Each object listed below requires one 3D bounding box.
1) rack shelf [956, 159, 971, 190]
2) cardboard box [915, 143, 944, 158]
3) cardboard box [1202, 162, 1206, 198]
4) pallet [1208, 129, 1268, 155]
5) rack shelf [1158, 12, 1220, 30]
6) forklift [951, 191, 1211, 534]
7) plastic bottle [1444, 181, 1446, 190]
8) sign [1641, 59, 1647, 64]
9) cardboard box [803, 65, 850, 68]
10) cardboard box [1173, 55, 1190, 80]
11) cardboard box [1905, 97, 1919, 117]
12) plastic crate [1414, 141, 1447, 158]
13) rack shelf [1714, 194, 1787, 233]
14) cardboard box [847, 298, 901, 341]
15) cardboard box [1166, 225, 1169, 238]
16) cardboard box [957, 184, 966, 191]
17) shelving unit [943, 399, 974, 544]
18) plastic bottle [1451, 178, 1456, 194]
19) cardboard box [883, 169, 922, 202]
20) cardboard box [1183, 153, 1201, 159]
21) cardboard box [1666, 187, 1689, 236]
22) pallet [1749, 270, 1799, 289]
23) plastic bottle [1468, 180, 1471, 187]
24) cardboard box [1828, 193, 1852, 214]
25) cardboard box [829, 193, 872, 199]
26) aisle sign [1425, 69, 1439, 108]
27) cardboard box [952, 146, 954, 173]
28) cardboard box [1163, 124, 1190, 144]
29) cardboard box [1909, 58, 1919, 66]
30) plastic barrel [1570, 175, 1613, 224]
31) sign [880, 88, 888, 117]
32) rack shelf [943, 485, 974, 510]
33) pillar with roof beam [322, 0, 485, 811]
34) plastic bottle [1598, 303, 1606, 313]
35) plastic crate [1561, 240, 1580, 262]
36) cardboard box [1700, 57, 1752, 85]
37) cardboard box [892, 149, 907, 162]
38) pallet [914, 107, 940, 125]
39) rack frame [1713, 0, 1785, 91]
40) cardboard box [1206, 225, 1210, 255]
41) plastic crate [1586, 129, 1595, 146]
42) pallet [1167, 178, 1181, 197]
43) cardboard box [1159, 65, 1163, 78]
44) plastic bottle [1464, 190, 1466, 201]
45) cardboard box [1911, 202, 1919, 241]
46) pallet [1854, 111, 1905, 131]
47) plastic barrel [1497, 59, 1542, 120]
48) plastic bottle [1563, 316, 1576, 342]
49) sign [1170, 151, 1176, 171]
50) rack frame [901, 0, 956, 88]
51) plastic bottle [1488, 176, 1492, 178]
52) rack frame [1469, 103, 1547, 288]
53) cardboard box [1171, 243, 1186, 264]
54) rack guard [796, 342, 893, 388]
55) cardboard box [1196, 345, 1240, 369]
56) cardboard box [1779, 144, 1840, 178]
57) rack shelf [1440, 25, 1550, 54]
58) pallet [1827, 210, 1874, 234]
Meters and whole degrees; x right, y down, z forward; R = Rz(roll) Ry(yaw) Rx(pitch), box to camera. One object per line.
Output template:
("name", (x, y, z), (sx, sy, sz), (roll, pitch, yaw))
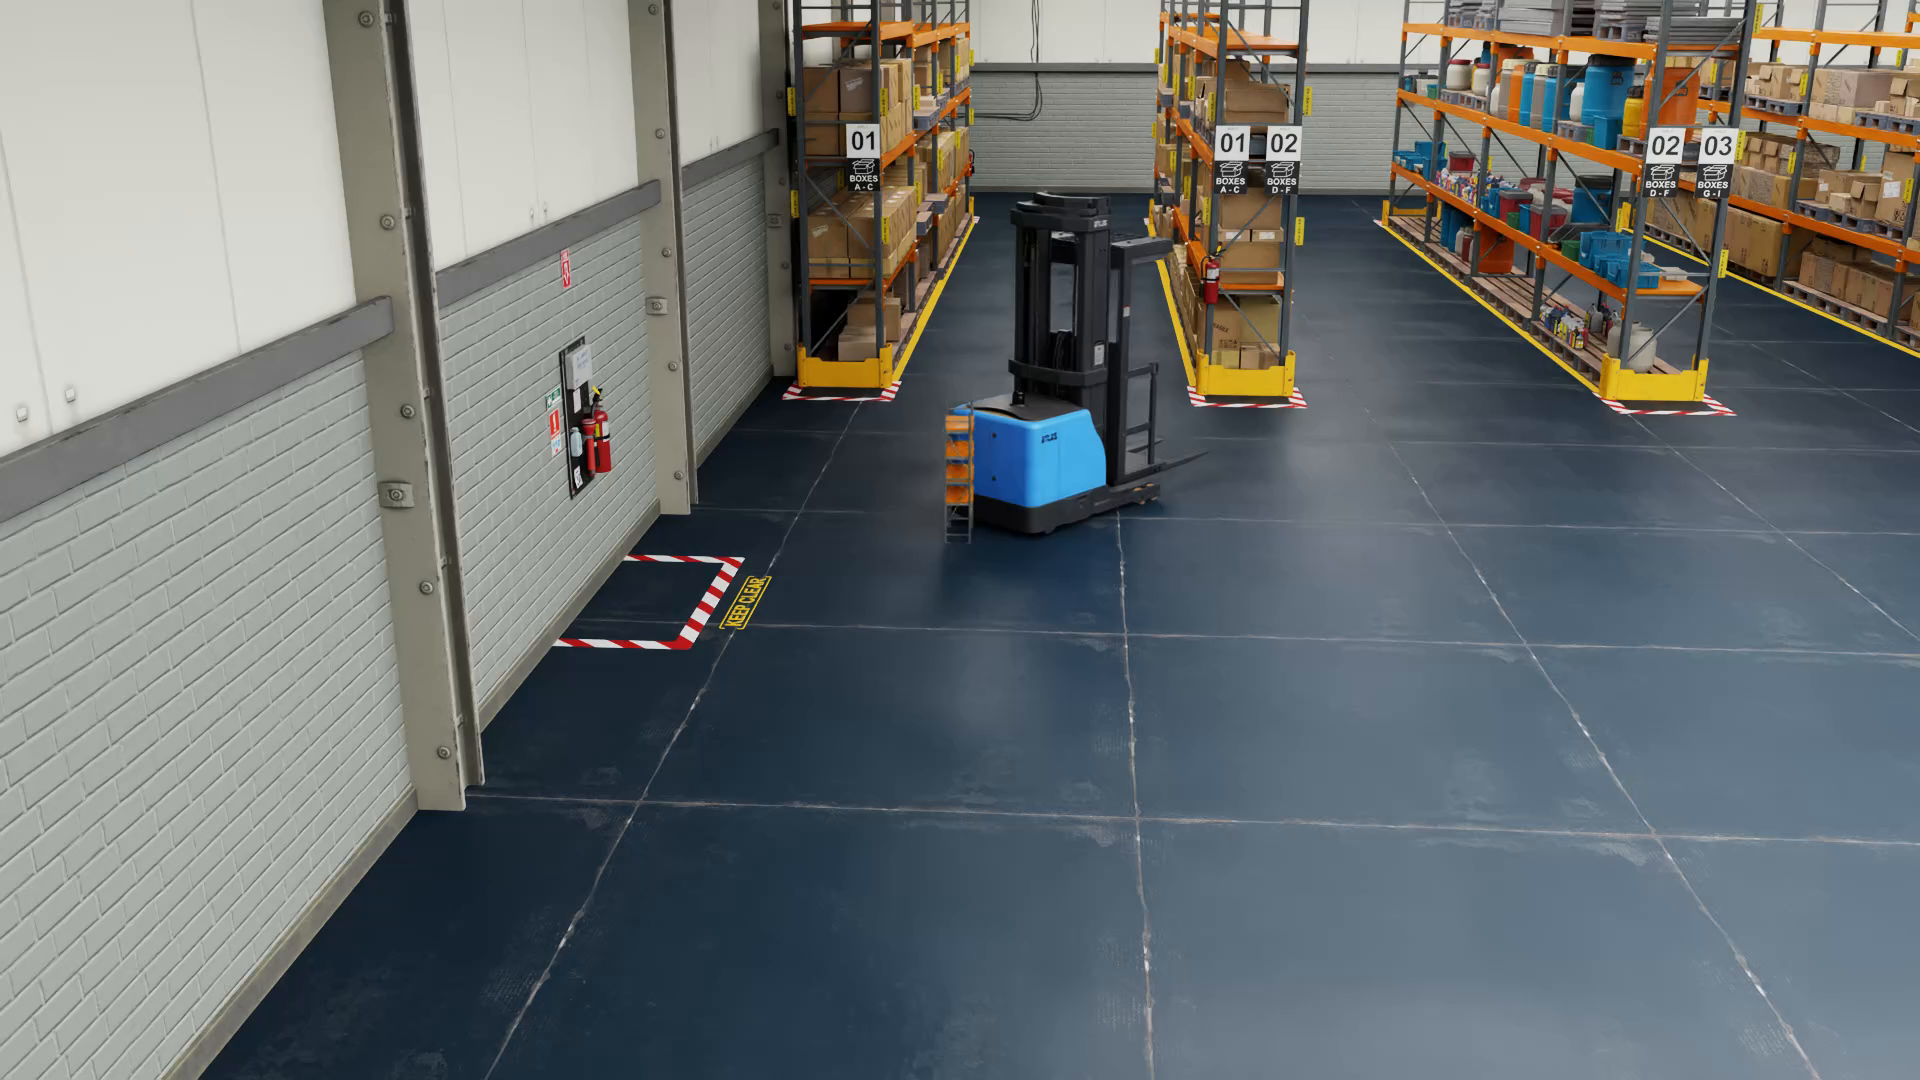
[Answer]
("rack shelf", (-0.444, -7.364, 33.734), (1.077, 0.370, 4.000), (1, 18, 4))
("cardboard box", (-0.547, -6.699, 28.675), (0.500, 0.250, 0.500), (1, 18, 3))
("cardboard box", (3.755, -5.016, 23.171), (0.700, 0.500, 0.500), (1, 18, 4))
("pallet", (3.570, -4.850, 20.233), (1.003, 0.211, 1.213), (1, 18, 4))
("rack shelf", (4.497, -10.103, 32.466), (1.077, 0.370, 4.000), (1, 18, 4))
("forklift", (1.292, -1.825, 15.786), (1.130, 2.935, 3.031), (16, 24, 40))
("plastic bottle", (8.805, -6.424, 30.030), (0.097, 0.201, 0.097), (0, 18, 0))
("sign", (13.968, -9.888, 33.933), (0.100, 0.325, 0.005), (1, 18, 4))
("cardboard box", (-1.649, -5.624, 20.655), (0.500, 0.500, 0.500), (2, 18, 7))
("cardboard box", (4.244, -8.540, 30.356), (0.600, 0.600, 0.600), (0, 18, -1))
("cardboard box", (13.628, -6.123, 23.517), (0.396, 0.266, 0.258), (2, 18, 6))
("plastic crate", (9.743, -8.043, 34.497), (0.616, 0.435, 0.499), (1, 18, 4))
("rack shelf", (14.091, -5.790, 28.930), (1.077, 0.370, 4.000), (1, 18, 4))
("cardboard box", (-1.165, -2.995, 22.554), (0.700, 0.500, 0.500), (0, 18, 0))
("cardboard box", (3.969, -5.373, 29.812), (0.500, 0.500, 0.500), (1, 18, 2))
("cardboard box", (-0.079, -7.383, 34.936), (0.380, 0.149, 0.250), (1, 18, 3))
("shelving unit", (-0.011, -0.611, 14.862), (0.258, 1.200, 0.503), (1, 18, 2))
("plastic bottle", (8.762, -6.272, 29.453), (0.097, 0.271, 0.097), (0, 18, 0))
("cardboard box", (-0.965, -5.565, 26.222), (0.700, 0.500, 0.500), (1, 18, 4))
("cardboard box", (4.256, -6.457, 28.978), (0.700, 0.500, 0.500), (5, 19, 14))
("cardboard box", (14.426, -6.425, 32.452), (0.875, 0.875, 0.875), (1, 18, 4))
("pallet", (14.079, -4.428, 28.098), (1.003, 0.211, 1.213), (1, 18, 4))
("plastic bottle", (8.850, -6.110, 28.939), (0.061, 0.283, 0.133), (1, 18, 4))
("cardboard box", (13.598, -5.123, 25.307), (0.500, 0.250, 0.500), (1, 18, 2))
("cardboard box", (-1.485, -4.438, 22.653), (0.500, 0.500, 0.500), (2, 18, 5))
("aisle sign", (9.878, -9.357, 34.486), (0.394, 0.787, 0.004), (1, 18, 4))
("cardboard box", (-0.369, -7.134, 31.206), (0.500, 0.500, 0.500), (1, 18, 3))
("cardboard box", (4.132, -7.660, 31.718), (0.500, 0.500, 0.500), (1, 18, 4))
("cardboard box", (19.211, -9.538, 33.196), (0.380, 0.149, 0.250), (1, 18, 3))
("plastic barrel", (9.050, -4.730, 23.736), (0.600, 0.901, 0.708), (1, 18, 4))
("sign", (-0.907, -5.186, 19.712), (0.100, 0.325, 0.005), (1, 18, 4))
("rack shelf", (-0.011, -0.359, 14.945), (0.258, 0.148, 0.480), (1, 18, 2))
("pillar with roof beam", (1.173, -2.622, 8.473), (9.100, 9.000, 0.400), (1, 18, 4))
("plastic bottle", (8.962, -3.122, 23.182), (0.144, 0.351, 0.185), (1, 18, 2))
("plastic crate", (8.342, -3.862, 22.234), (0.450, 0.188, 0.662), (1, 18, 4))
("cardboard box", (14.230, -8.717, 30.896), (0.700, 0.500, 0.500), (0, 18, 1))
("cardboard box", (-1.100, -6.543, 28.200), (0.500, 0.250, 0.500), (2, 18, 5))
("pallet", (-0.939, -6.447, 25.266), (1.213, 0.211, 1.003), (1, 18, 4))
("rack frame", (14.234, -9.603, 29.779), (1.000, 3.000, 0.127), (1, 18, 4))
("cardboard box", (3.683, -4.080, 22.397), (0.700, 0.500, 0.500), (2, 18, 5))
("plastic crate", (8.336, -5.219, 21.557), (0.336, 0.188, 0.450), (1, 18, 4))
("pallet", (4.202, -6.245, 29.474), (1.003, 0.211, 1.213), (1, 18, 4))
("cardboard box", (4.301, -9.500, 33.719), (0.500, 0.250, 0.500), (1, 18, 4))
("plastic bottle", (8.689, -5.920, 28.491), (0.097, 0.201, 0.097), (0, 18, 0))
("cardboard box", (13.567, -4.318, 22.647), (0.875, 0.500, 0.500), (1, 18, 4))
("pallet", (13.883, -6.116, 24.254), (1.213, 0.211, 1.003), (1, 18, 4))
("plastic barrel", (8.732, -7.034, 25.951), (0.600, 0.901, 0.600), (0, 18, 0))
("plastic bottle", (8.191, -2.839, 22.317), (0.144, 0.351, 0.185), (2, 18, 6))
("sign", (3.525, -6.254, 27.461), (0.100, 0.325, 0.005), (1, 18, 4))
("rack frame", (-0.587, -9.935, 30.792), (1.000, 3.000, 0.127), (1, 18, 4))
("plastic bottle", (9.526, -6.404, 29.850), (0.152, 0.276, 0.135), (1, 18, 4))
("rack frame", (9.007, -5.621, 27.260), (1.000, 3.000, 0.127), (1, 18, 4))
("cardboard box", (3.737, -4.736, 27.400), (0.500, 0.311, 0.500), (2, 18, 6))
("rack guard", (-1.442, -2.193, 20.813), (1.175, 0.500, 0.348), (1, 18, 4))
("cardboard box", (3.237, -2.314, 20.909), (0.500, 0.250, 0.500), (1, 18, 4))
("cardboard box", (14.016, -6.261, 27.442), (0.797, 0.503, 0.637), (2, 18, 6))
("rack shelf", (9.151, -8.561, 28.395), (1.077, 0.370, 4.000), (1, 18, 4))
("pallet", (13.846, -4.803, 25.073), (1.003, 0.211, 1.213), (1, 18, 4))
